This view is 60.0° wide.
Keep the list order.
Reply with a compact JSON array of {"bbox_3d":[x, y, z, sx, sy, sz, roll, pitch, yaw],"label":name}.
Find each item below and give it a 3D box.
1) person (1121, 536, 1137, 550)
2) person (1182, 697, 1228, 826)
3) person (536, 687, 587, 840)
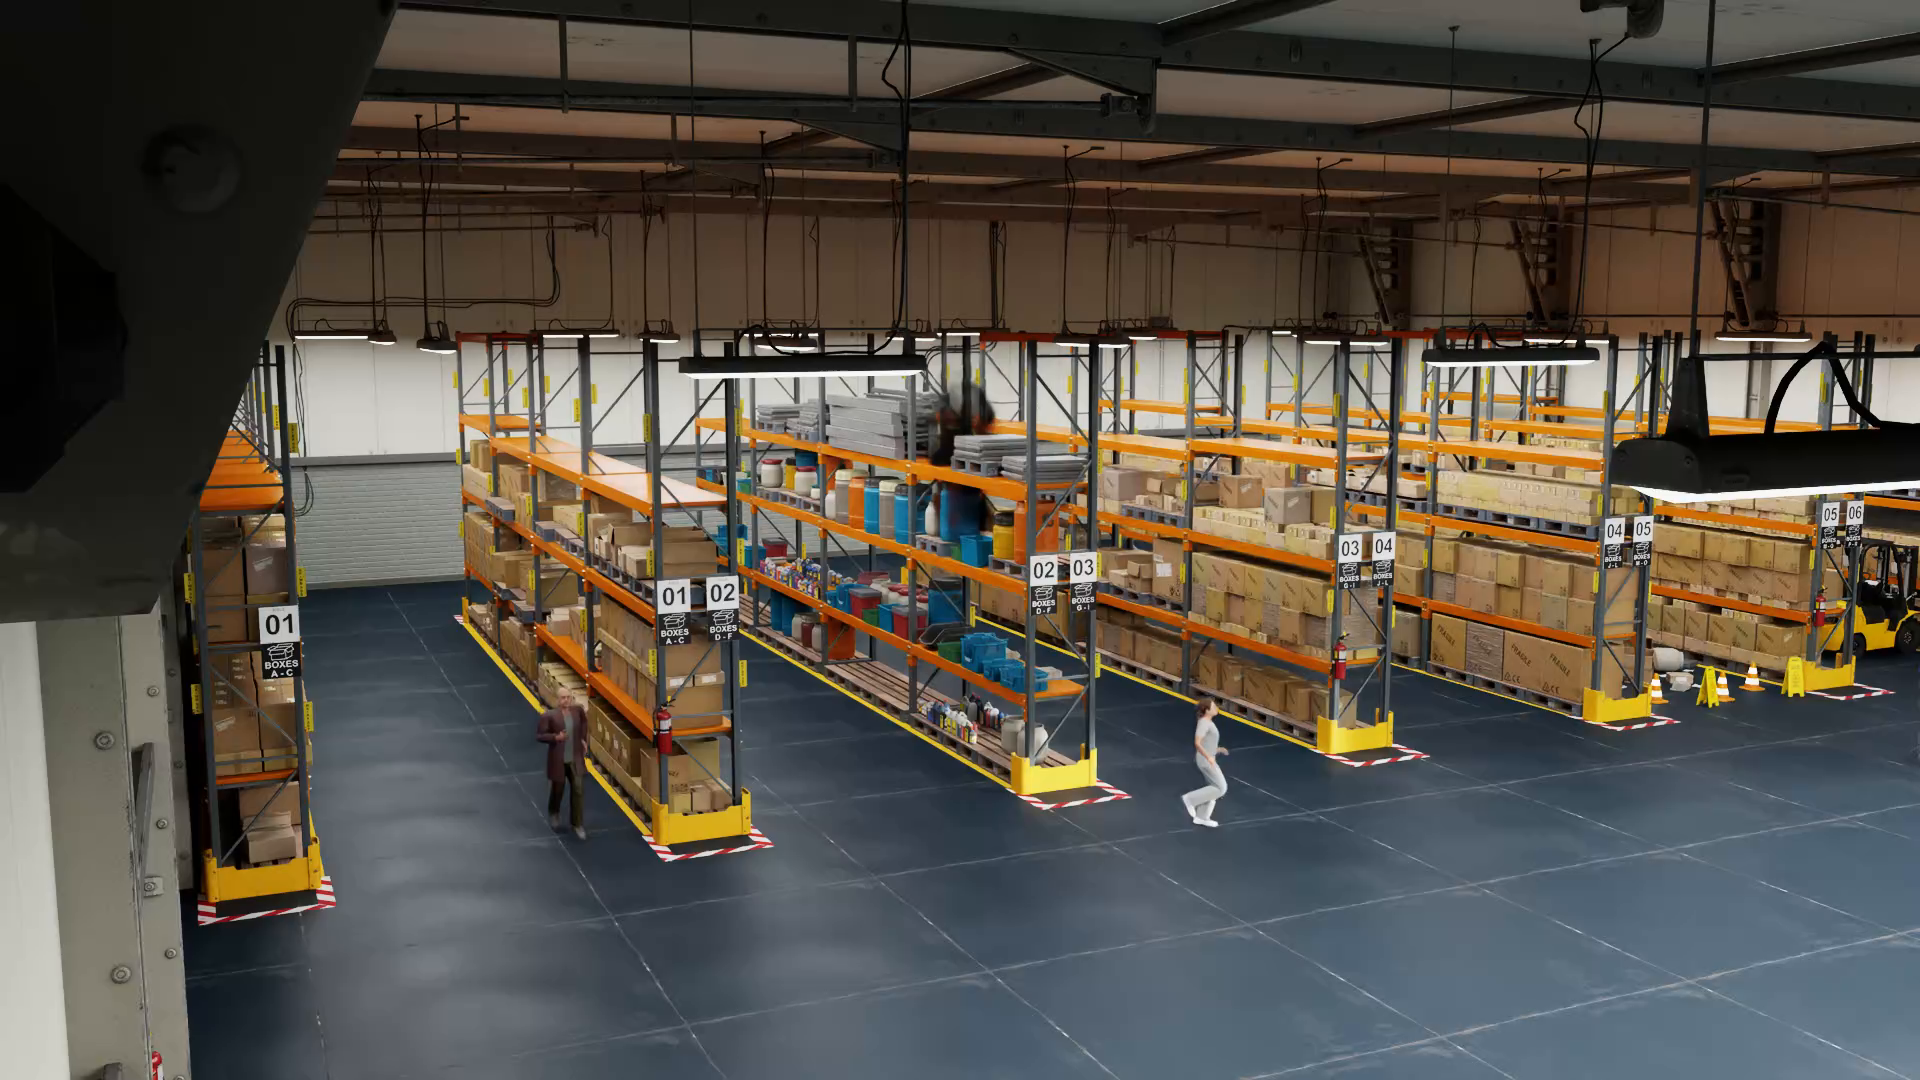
[{"bbox_3d":[4.164,-0.174,42.174,0.828,1.694,0.614,4,9,29],"label":"person"},{"bbox_3d":[3.057,2.761,20.696,0.566,1.633,0.577,1,8,7],"label":"person"},{"bbox_3d":[-4.820,2.689,20.316,0.703,1.794,0.947,-4,9,-28],"label":"person"}]
